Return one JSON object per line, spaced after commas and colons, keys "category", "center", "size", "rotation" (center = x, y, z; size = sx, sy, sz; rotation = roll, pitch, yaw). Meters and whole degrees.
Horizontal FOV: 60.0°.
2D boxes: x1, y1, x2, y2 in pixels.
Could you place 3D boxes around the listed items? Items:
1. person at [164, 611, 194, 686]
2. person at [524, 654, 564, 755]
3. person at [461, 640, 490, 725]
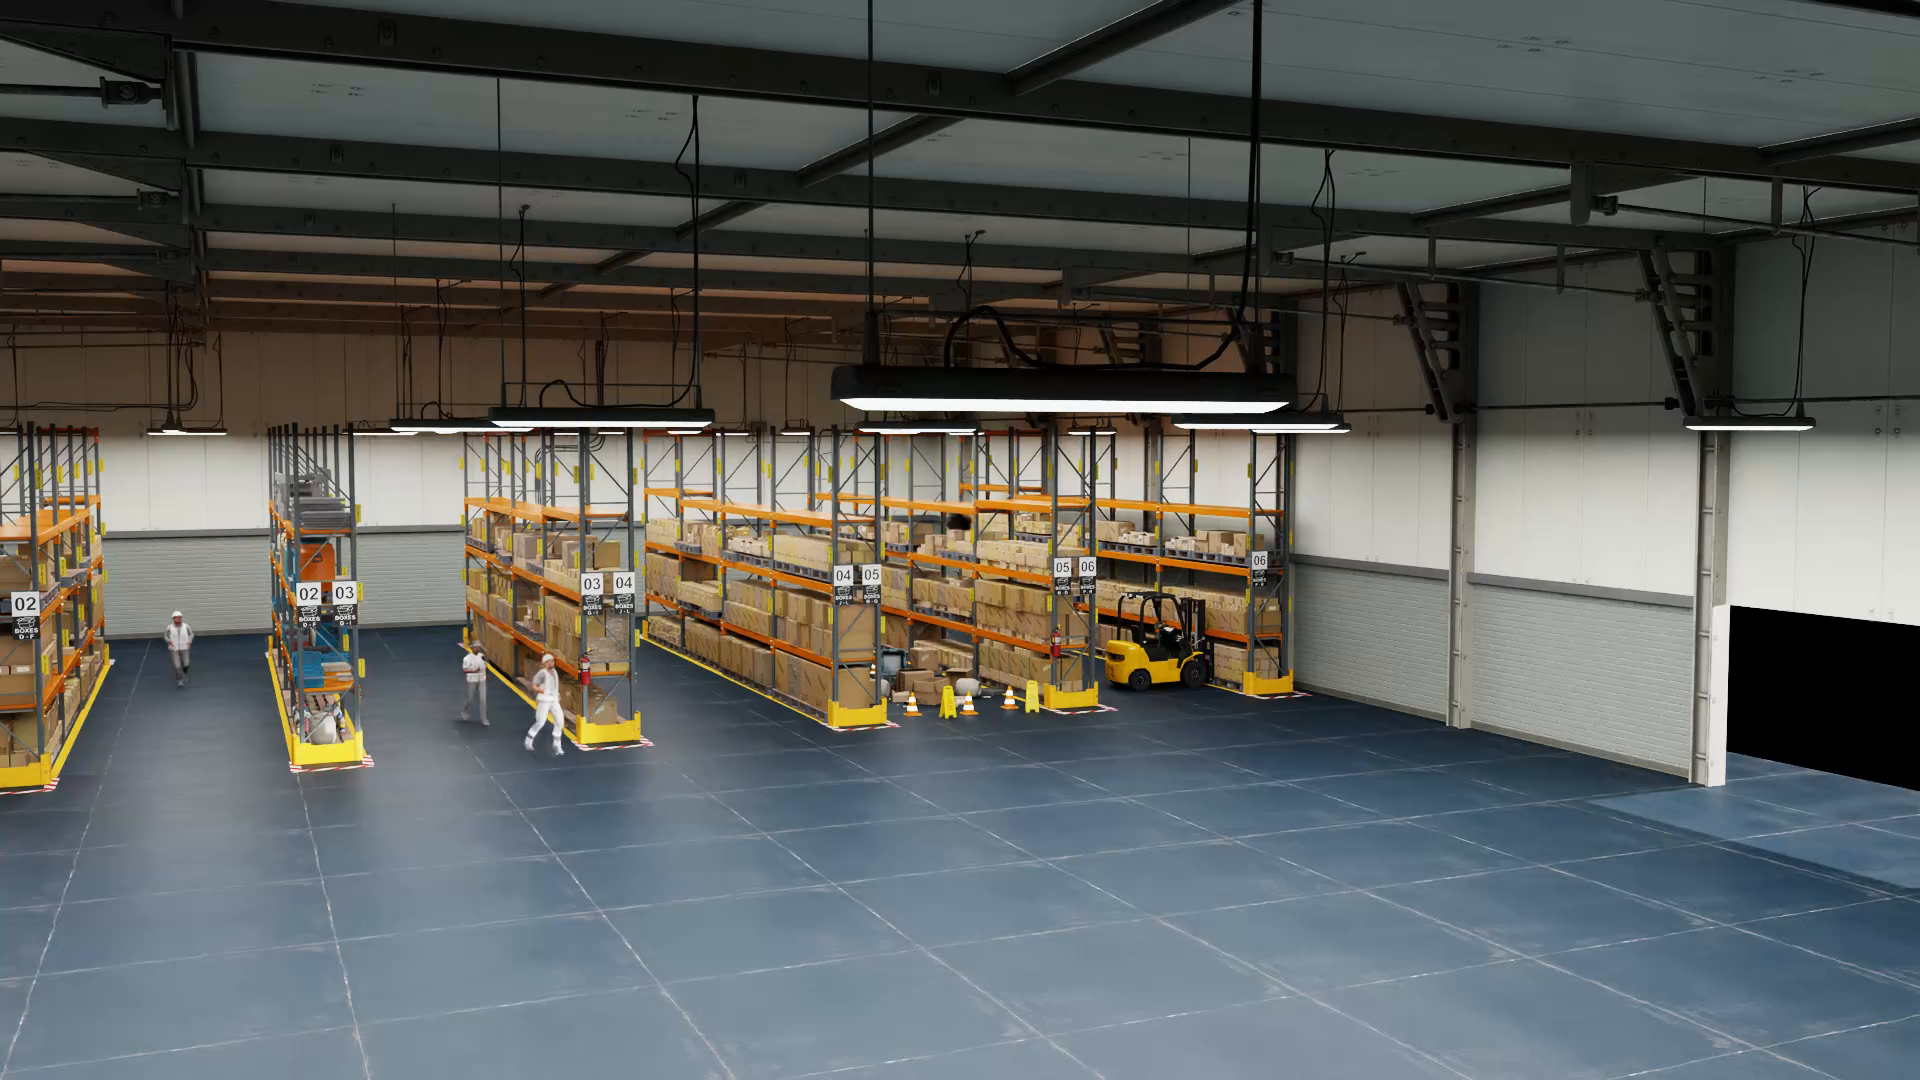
{"category": "person", "center": [-17.982, 2.509, 38.314], "size": [0.635, 1.727, 0.564], "rotation": [-2, 4, -29]}
{"category": "person", "center": [-7.503, 2.993, 30.301], "size": [0.798, 1.825, 0.699], "rotation": [2, 4, 31]}
{"category": "person", "center": [-9.683, 2.832, 33.266], "size": [0.581, 1.671, 0.929], "rotation": [-3, 5, -41]}
